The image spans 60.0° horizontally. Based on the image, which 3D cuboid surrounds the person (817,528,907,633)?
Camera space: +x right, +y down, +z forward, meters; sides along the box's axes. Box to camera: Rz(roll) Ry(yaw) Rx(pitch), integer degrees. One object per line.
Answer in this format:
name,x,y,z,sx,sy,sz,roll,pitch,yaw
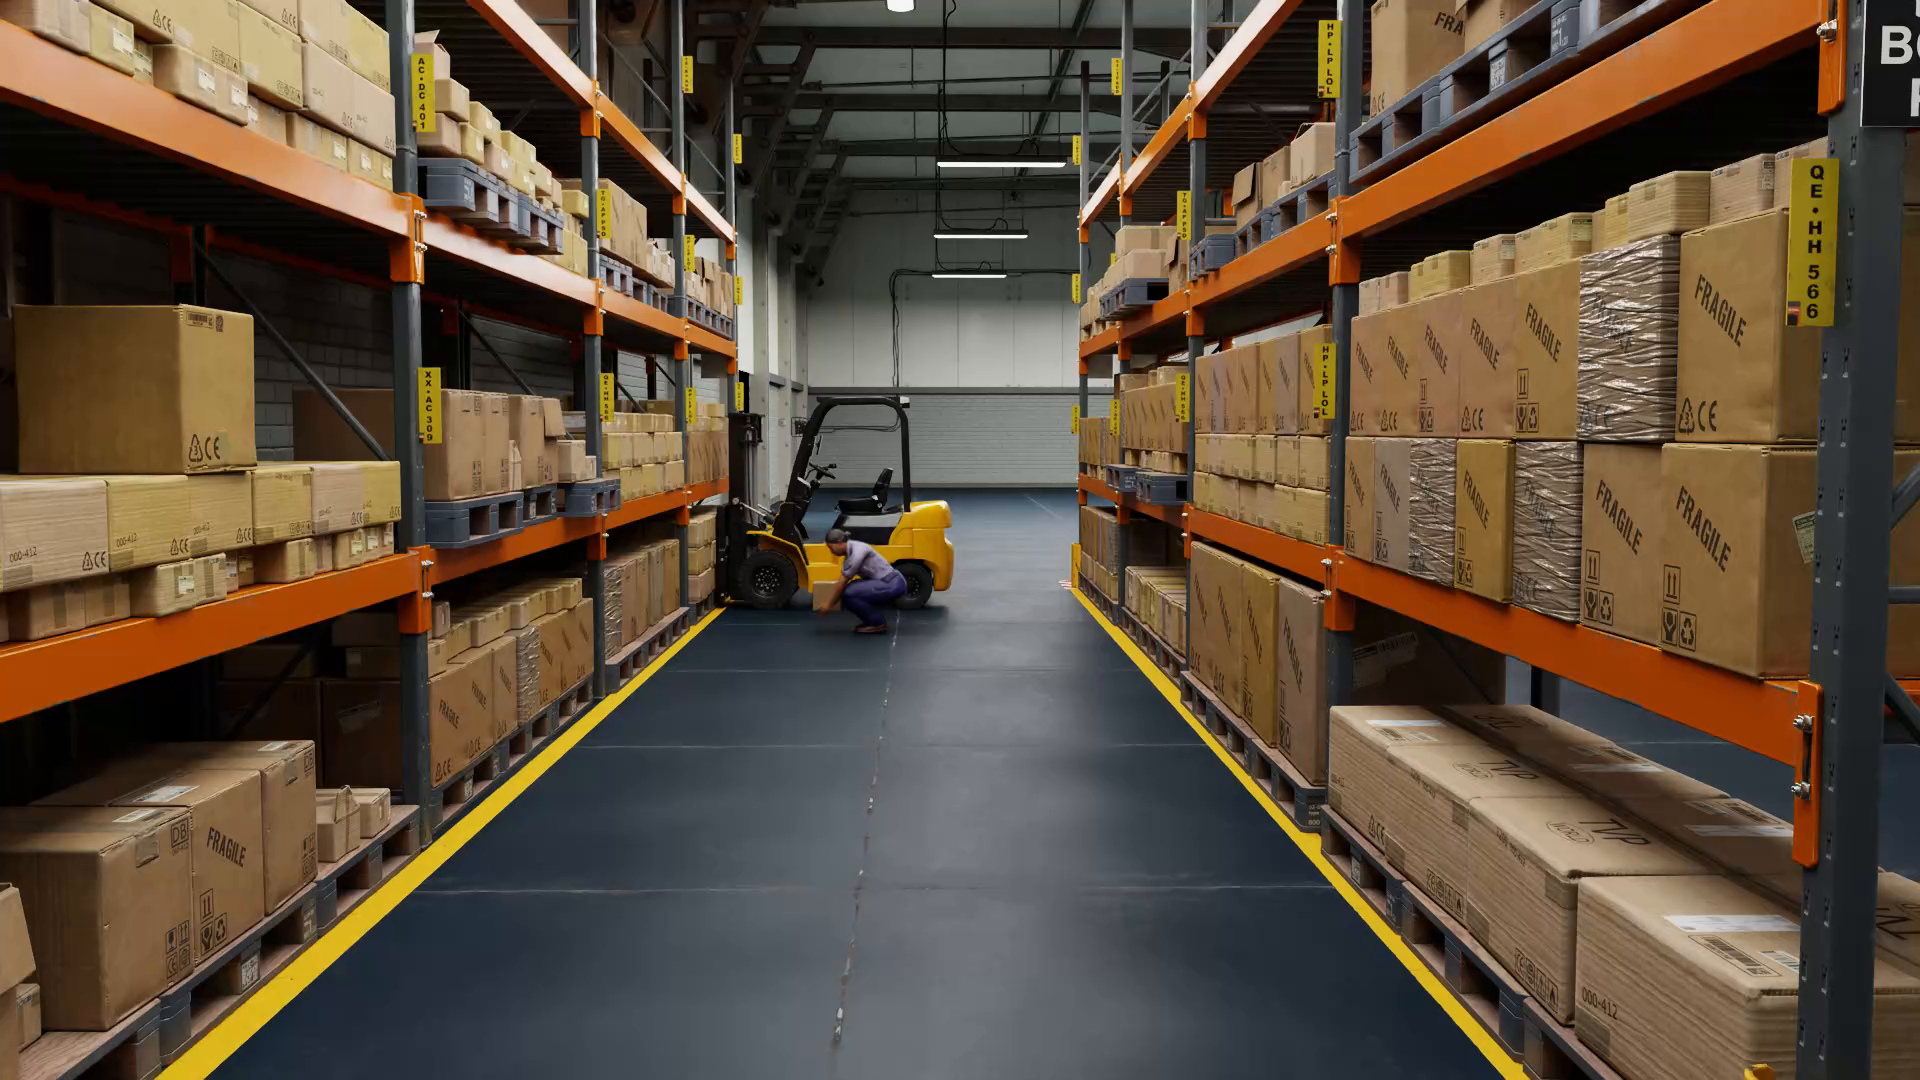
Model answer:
person,-0.880,0.412,15.011,0.809,0.857,0.497,0,4,-2
